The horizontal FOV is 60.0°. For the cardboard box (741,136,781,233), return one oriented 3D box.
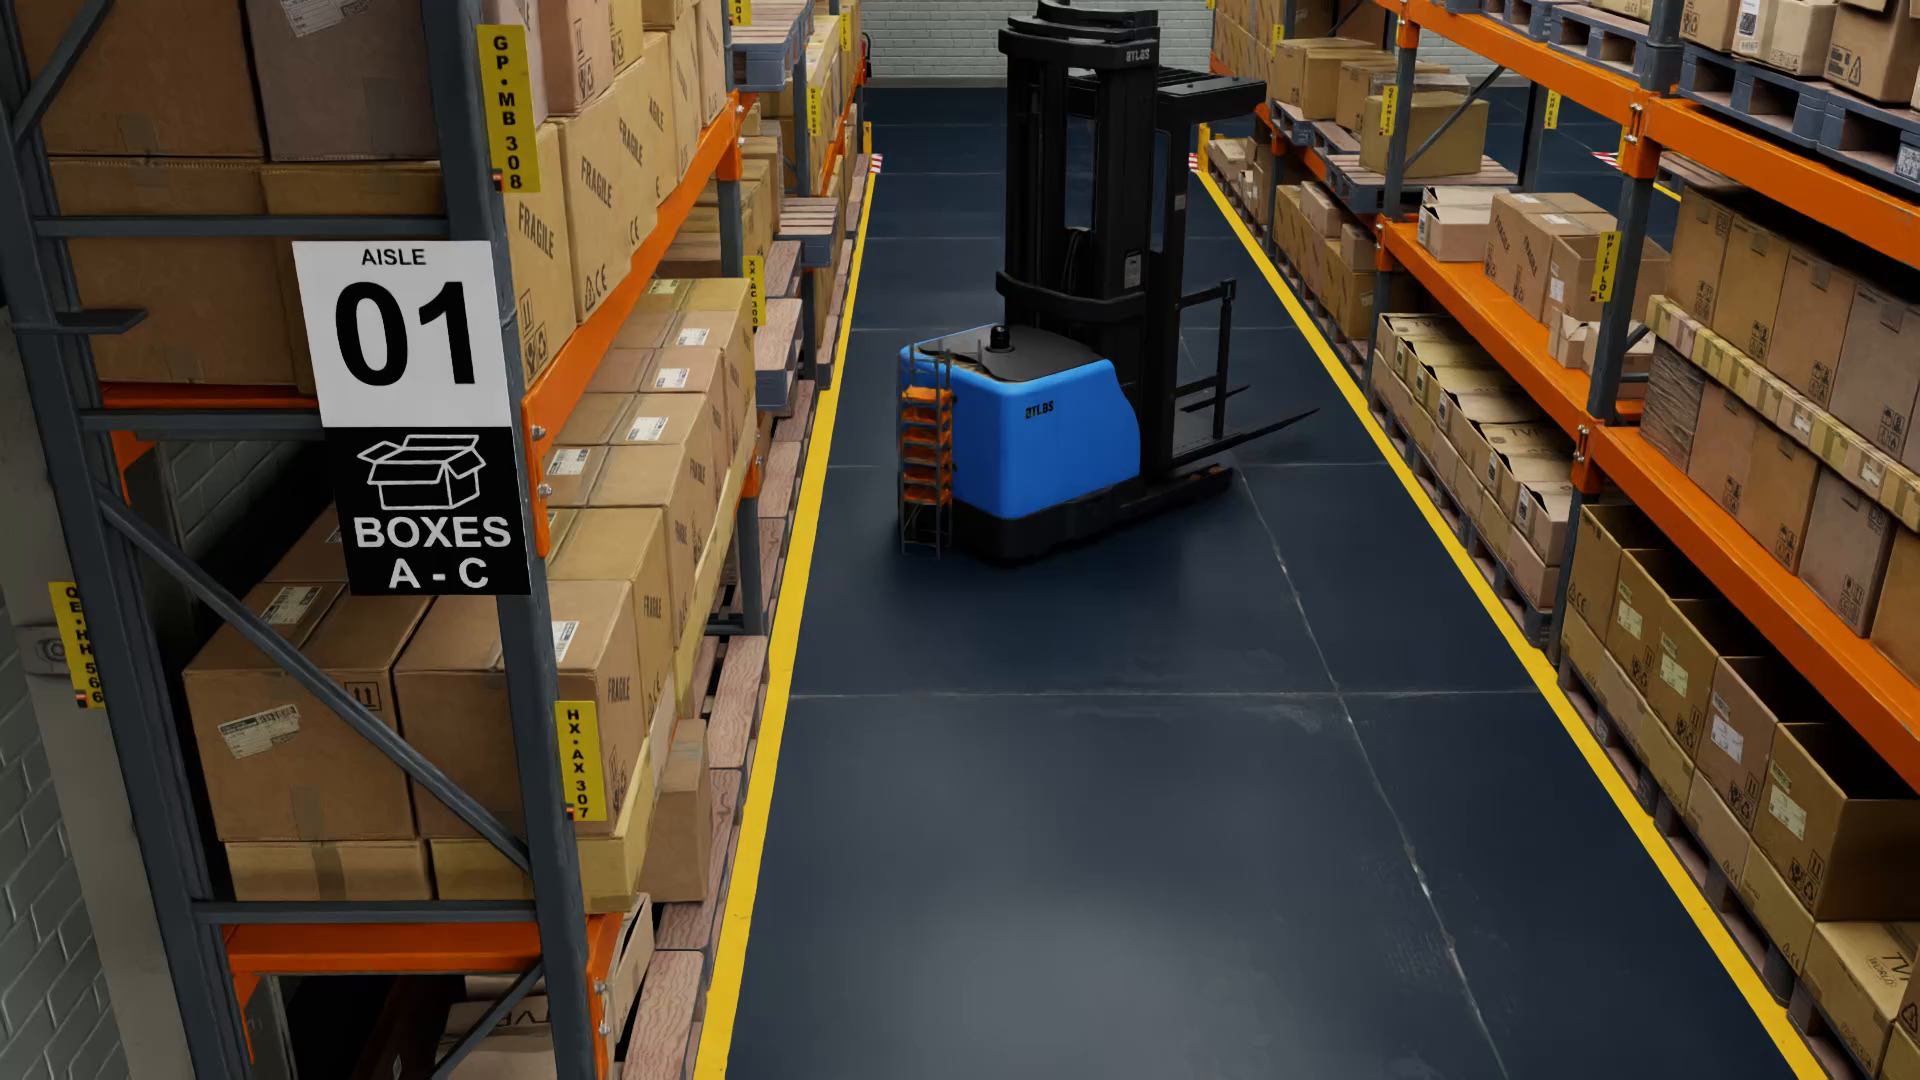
[{"bbox_3d":[-1.476,-2.201,10.320,0.700,0.500,0.500,-3,24,-6],"label":"cardboard box"}]

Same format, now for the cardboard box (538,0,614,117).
[{"bbox_3d":[-1.153,-1.326,4.042,0.500,0.500,0.500,-1,24,-1],"label":"cardboard box"}]

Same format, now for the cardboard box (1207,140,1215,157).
[{"bbox_3d":[3.003,-4.426,18.822,0.380,0.149,0.250,0,24,-1],"label":"cardboard box"}]

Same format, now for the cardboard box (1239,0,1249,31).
[{"bbox_3d":[3.104,-5.385,16.682,0.500,0.500,0.500,0,24,-1],"label":"cardboard box"}]

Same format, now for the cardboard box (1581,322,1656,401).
[{"bbox_3d":[3.424,-0.888,8.256,0.500,0.250,0.500,1,24,3],"label":"cardboard box"}]

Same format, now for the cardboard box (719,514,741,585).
[{"bbox_3d":[-1.505,-0.095,8.819,0.700,0.500,0.500,1,24,1],"label":"cardboard box"}]

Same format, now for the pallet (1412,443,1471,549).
[{"bbox_3d":[3.410,-0.291,10.137,1.003,0.211,1.213,0,24,-1],"label":"pallet"}]

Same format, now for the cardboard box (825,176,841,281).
[{"bbox_3d":[-1.418,-2.605,13.969,0.750,0.750,0.750,0,24,1],"label":"cardboard box"}]

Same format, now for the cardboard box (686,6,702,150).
[{"bbox_3d":[-1.235,-1.736,6.163,0.500,0.500,0.500,-2,24,-5],"label":"cardboard box"}]

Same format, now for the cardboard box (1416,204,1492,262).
[{"bbox_3d":[3.245,-1.992,10.623,0.500,0.311,0.500,-1,24,-1],"label":"cardboard box"}]

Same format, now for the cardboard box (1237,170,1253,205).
[{"bbox_3d":[3.088,-3.568,16.729,0.500,0.311,0.500,0,24,-1],"label":"cardboard box"}]

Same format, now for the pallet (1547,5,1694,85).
[{"bbox_3d":[3.450,-2.397,8.002,0.805,0.209,1.217,-1,24,-3],"label":"pallet"}]

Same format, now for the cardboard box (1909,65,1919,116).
[{"bbox_3d":[3.234,-1.389,4.971,0.500,0.311,0.500,3,24,6],"label":"cardboard box"}]

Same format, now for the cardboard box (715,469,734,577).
[{"bbox_3d":[-1.154,-0.065,6.410,0.500,0.250,0.500,0,24,-1],"label":"cardboard box"}]

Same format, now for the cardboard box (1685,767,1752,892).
[{"bbox_3d":[3.187,1.118,6.465,0.500,0.250,0.500,0,24,-1],"label":"cardboard box"}]

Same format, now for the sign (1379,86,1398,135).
[{"bbox_3d":[2.887,-2.887,11.185,0.100,0.325,0.005,0,24,-1],"label":"sign"}]

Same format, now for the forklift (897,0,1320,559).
[{"bbox_3d":[1.067,-1.720,9.995,3.031,2.935,1.130,-20,31,-37],"label":"forklift"}]

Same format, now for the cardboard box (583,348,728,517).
[{"bbox_3d":[-1.160,-0.406,6.255,0.500,0.500,0.500,-1,24,-2],"label":"cardboard box"}]

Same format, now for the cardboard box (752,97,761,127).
[{"bbox_3d":[-1.490,-2.778,10.810,0.380,0.149,0.250,-3,25,-7],"label":"cardboard box"}]

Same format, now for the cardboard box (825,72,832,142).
[{"bbox_3d":[-1.288,-3.405,13.131,0.500,0.500,0.500,0,24,1],"label":"cardboard box"}]

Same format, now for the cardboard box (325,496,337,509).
[{"bbox_3d":[-1.660,0.022,5.309,0.500,0.500,0.500,-1,24,-2],"label":"cardboard box"}]

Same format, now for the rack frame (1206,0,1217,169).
[{"bbox_3d":[3.342,-5.699,18.710,1.000,3.000,0.127,0,24,-1],"label":"rack frame"}]

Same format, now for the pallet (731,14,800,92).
[{"bbox_3d":[-1.381,-2.266,7.708,1.213,0.211,1.003,0,24,-1],"label":"pallet"}]

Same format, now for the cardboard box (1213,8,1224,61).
[{"bbox_3d":[3.083,-5.560,18.283,0.500,0.500,0.500,0,24,1],"label":"cardboard box"}]

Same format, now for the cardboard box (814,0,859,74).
[{"bbox_3d":[-1.577,-5.302,17.468,0.980,0.700,0.700,0,24,-1],"label":"cardboard box"}]

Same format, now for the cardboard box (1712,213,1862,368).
[{"bbox_3d":[3.491,-1.000,6.624,0.700,0.500,0.500,0,24,-1],"label":"cardboard box"}]

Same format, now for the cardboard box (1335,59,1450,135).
[{"bbox_3d":[3.467,-3.560,13.349,0.700,0.500,0.500,-6,25,-14],"label":"cardboard box"}]

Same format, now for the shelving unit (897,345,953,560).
[{"bbox_3d":[-0.194,-0.486,9.367,0.258,1.200,0.189,8,26,18],"label":"shelving unit"}]

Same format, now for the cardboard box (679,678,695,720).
[{"bbox_3d":[-1.429,0.636,7.204,0.500,0.500,0.500,-2,24,-5],"label":"cardboard box"}]

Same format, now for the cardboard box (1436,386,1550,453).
[{"bbox_3d":[3.165,-0.741,9.894,0.500,0.311,0.500,-1,24,-1],"label":"cardboard box"}]

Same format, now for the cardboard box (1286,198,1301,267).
[{"bbox_3d":[3.164,-2.692,14.561,0.500,0.500,0.500,0,24,0],"label":"cardboard box"}]

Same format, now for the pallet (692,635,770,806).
[{"bbox_3d":[-1.438,0.817,7.687,1.003,0.211,1.213,0,24,-1],"label":"pallet"}]

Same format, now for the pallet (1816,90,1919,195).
[{"bbox_3d":[3.519,-1.228,5.291,1.003,0.211,1.213,0,24,-1],"label":"pallet"}]

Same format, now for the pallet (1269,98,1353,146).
[{"bbox_3d":[3.285,-3.633,14.376,1.003,0.211,1.213,0,24,-1],"label":"pallet"}]

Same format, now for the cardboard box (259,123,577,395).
[{"bbox_3d":[-1.190,-0.642,3.744,0.500,0.500,0.500,0,24,1],"label":"cardboard box"}]

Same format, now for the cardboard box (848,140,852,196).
[{"bbox_3d":[-1.479,-3.806,17.049,0.700,0.500,0.500,0,24,1],"label":"cardboard box"}]

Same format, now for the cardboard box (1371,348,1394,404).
[{"bbox_3d":[3.141,-1.124,11.421,0.500,0.250,0.500,0,24,-1],"label":"cardboard box"}]

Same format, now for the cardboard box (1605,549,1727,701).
[{"bbox_3d":[3.178,0.364,7.221,0.500,0.500,0.500,0,24,-1],"label":"cardboard box"}]

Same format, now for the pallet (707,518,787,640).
[{"bbox_3d":[-1.490,0.220,9.008,1.003,0.211,1.213,0,24,-1],"label":"pallet"}]

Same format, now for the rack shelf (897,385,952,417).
[{"bbox_3d":[-0.195,-0.774,9.238,0.258,0.103,0.180,8,26,18],"label":"rack shelf"}]

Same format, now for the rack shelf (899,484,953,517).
[{"bbox_3d":[-0.193,-0.226,9.484,0.258,0.103,0.180,8,26,18],"label":"rack shelf"}]

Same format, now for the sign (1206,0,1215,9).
[{"bbox_3d":[2.800,-6.091,18.526,0.100,0.325,0.005,0,24,-1],"label":"sign"}]

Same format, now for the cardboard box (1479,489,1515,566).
[{"bbox_3d":[3.175,-0.070,9.093,0.500,0.250,0.500,-1,24,-1],"label":"cardboard box"}]

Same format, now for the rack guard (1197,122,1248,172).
[{"bbox_3d":[3.343,-4.528,19.156,1.175,0.500,0.348,0,24,-1],"label":"rack guard"}]

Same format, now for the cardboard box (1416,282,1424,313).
[{"bbox_3d":[3.699,-1.868,12.740,0.500,0.500,0.500,-1,24,-2],"label":"cardboard box"}]

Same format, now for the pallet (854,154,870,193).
[{"bbox_3d":[-1.524,-4.075,18.504,1.003,0.211,1.213,0,24,-1],"label":"pallet"}]

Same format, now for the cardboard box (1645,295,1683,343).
[{"bbox_3d":[3.282,-0.983,7.376,0.380,0.149,0.250,0,24,-1],"label":"cardboard box"}]

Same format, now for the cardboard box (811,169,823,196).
[{"bbox_3d":[-1.208,-2.623,12.191,0.380,0.149,0.250,0,24,1],"label":"cardboard box"}]

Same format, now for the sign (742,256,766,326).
[{"bbox_3d":[-0.938,-1.130,7.558,0.100,0.325,0.005,0,24,-1],"label":"sign"}]

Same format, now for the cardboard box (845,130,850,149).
[{"bbox_3d":[-1.300,-4.040,16.780,0.380,0.149,0.250,-1,24,-2],"label":"cardboard box"}]

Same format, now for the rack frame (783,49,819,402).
[{"bbox_3d":[-1.524,-2.378,11.369,1.000,3.000,0.127,0,24,-1],"label":"rack frame"}]

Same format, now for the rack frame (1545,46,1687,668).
[{"bbox_3d":[3.473,-0.754,7.777,1.000,3.000,0.127,0,24,-1],"label":"rack frame"}]

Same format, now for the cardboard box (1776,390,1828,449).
[{"bbox_3d":[3.300,-0.452,6.202,0.380,0.149,0.250,-1,24,-2],"label":"cardboard box"}]

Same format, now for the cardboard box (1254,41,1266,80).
[{"bbox_3d":[3.117,-4.513,15.968,0.500,0.500,0.500,0,24,1],"label":"cardboard box"}]

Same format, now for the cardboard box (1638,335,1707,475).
[{"bbox_3d":[3.484,-0.617,7.352,0.700,0.500,0.500,-1,24,-2],"label":"cardboard box"}]

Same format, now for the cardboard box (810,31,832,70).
[{"bbox_3d":[-1.305,-3.946,13.419,0.500,0.250,0.500,0,24,0],"label":"cardboard box"}]

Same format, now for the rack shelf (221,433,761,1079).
[{"bbox_3d":[-1.459,0.422,6.050,1.077,0.370,4.000,0,24,-1],"label":"rack shelf"}]
